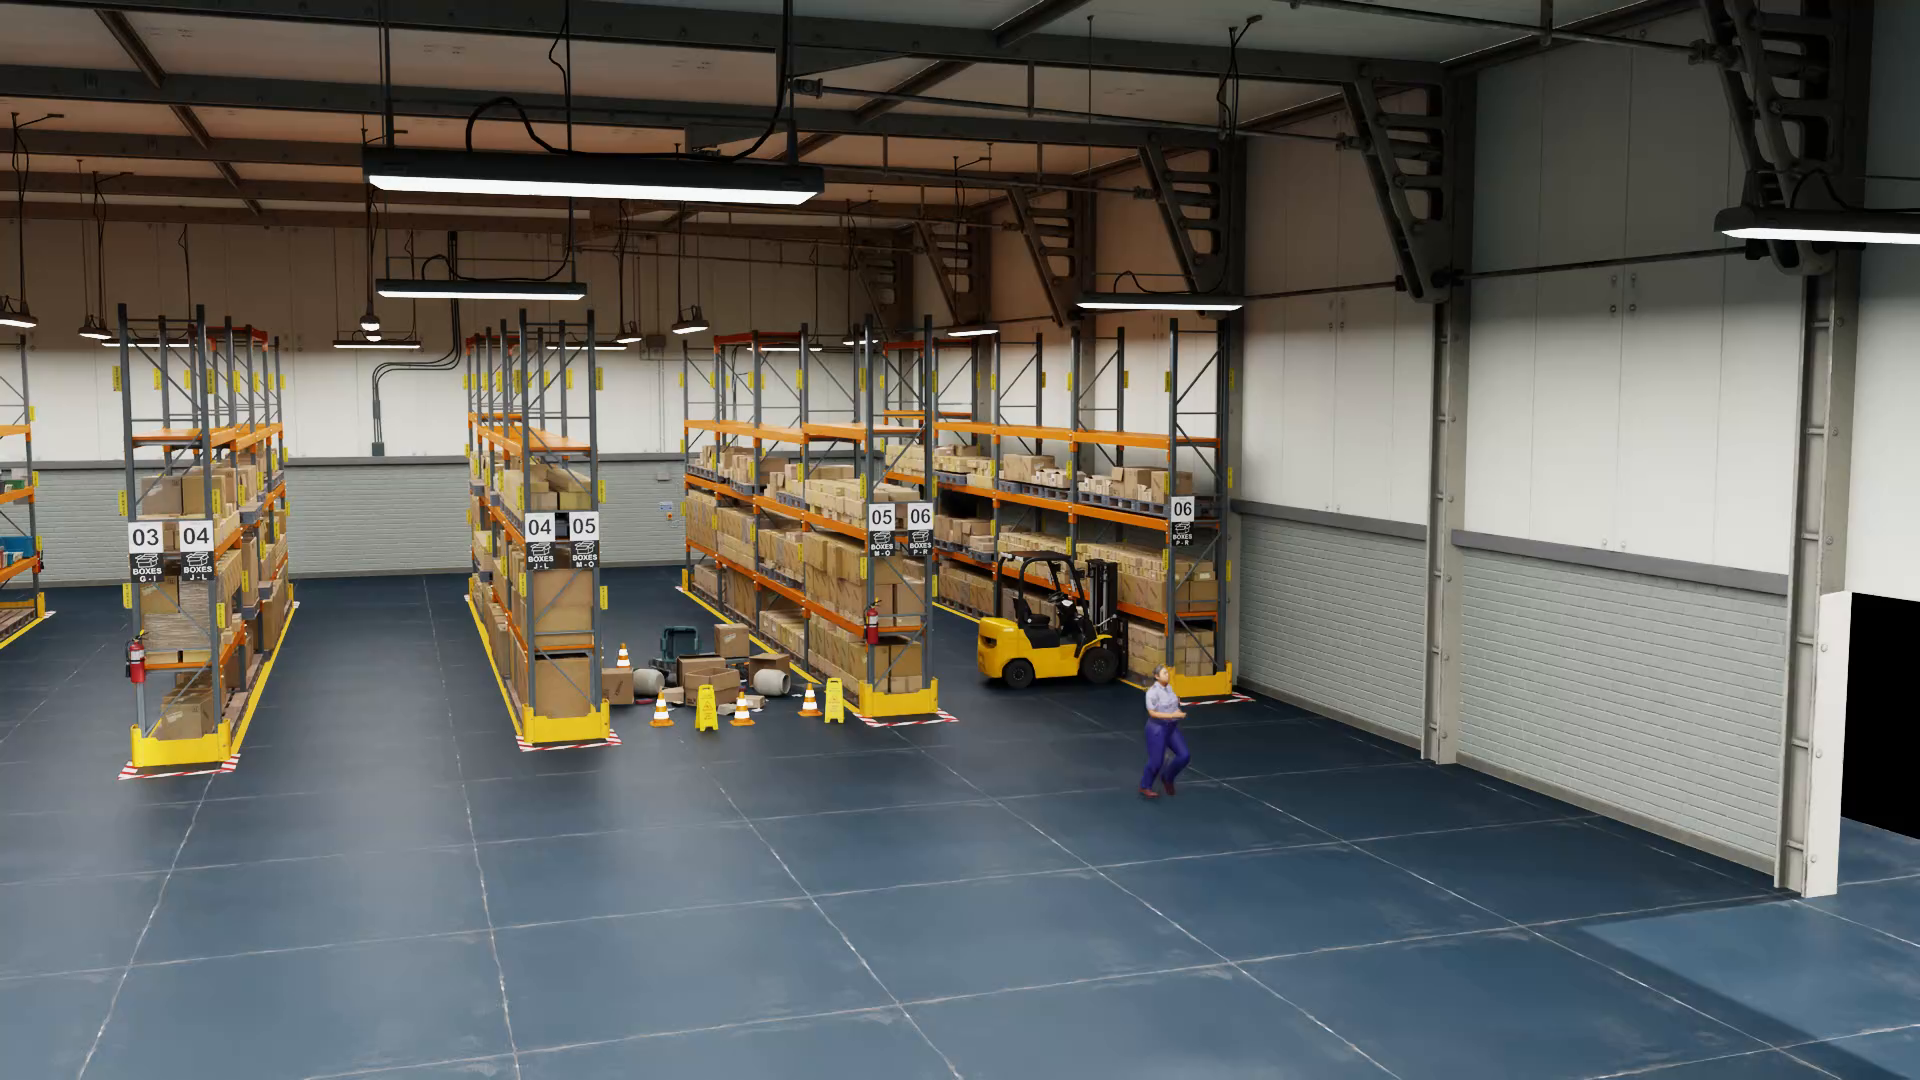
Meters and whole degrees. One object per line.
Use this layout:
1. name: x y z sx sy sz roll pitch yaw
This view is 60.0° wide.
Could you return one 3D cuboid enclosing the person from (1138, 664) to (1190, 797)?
1. person: 2.462 2.306 19.944 0.599 1.638 0.658 -5 8 -44
